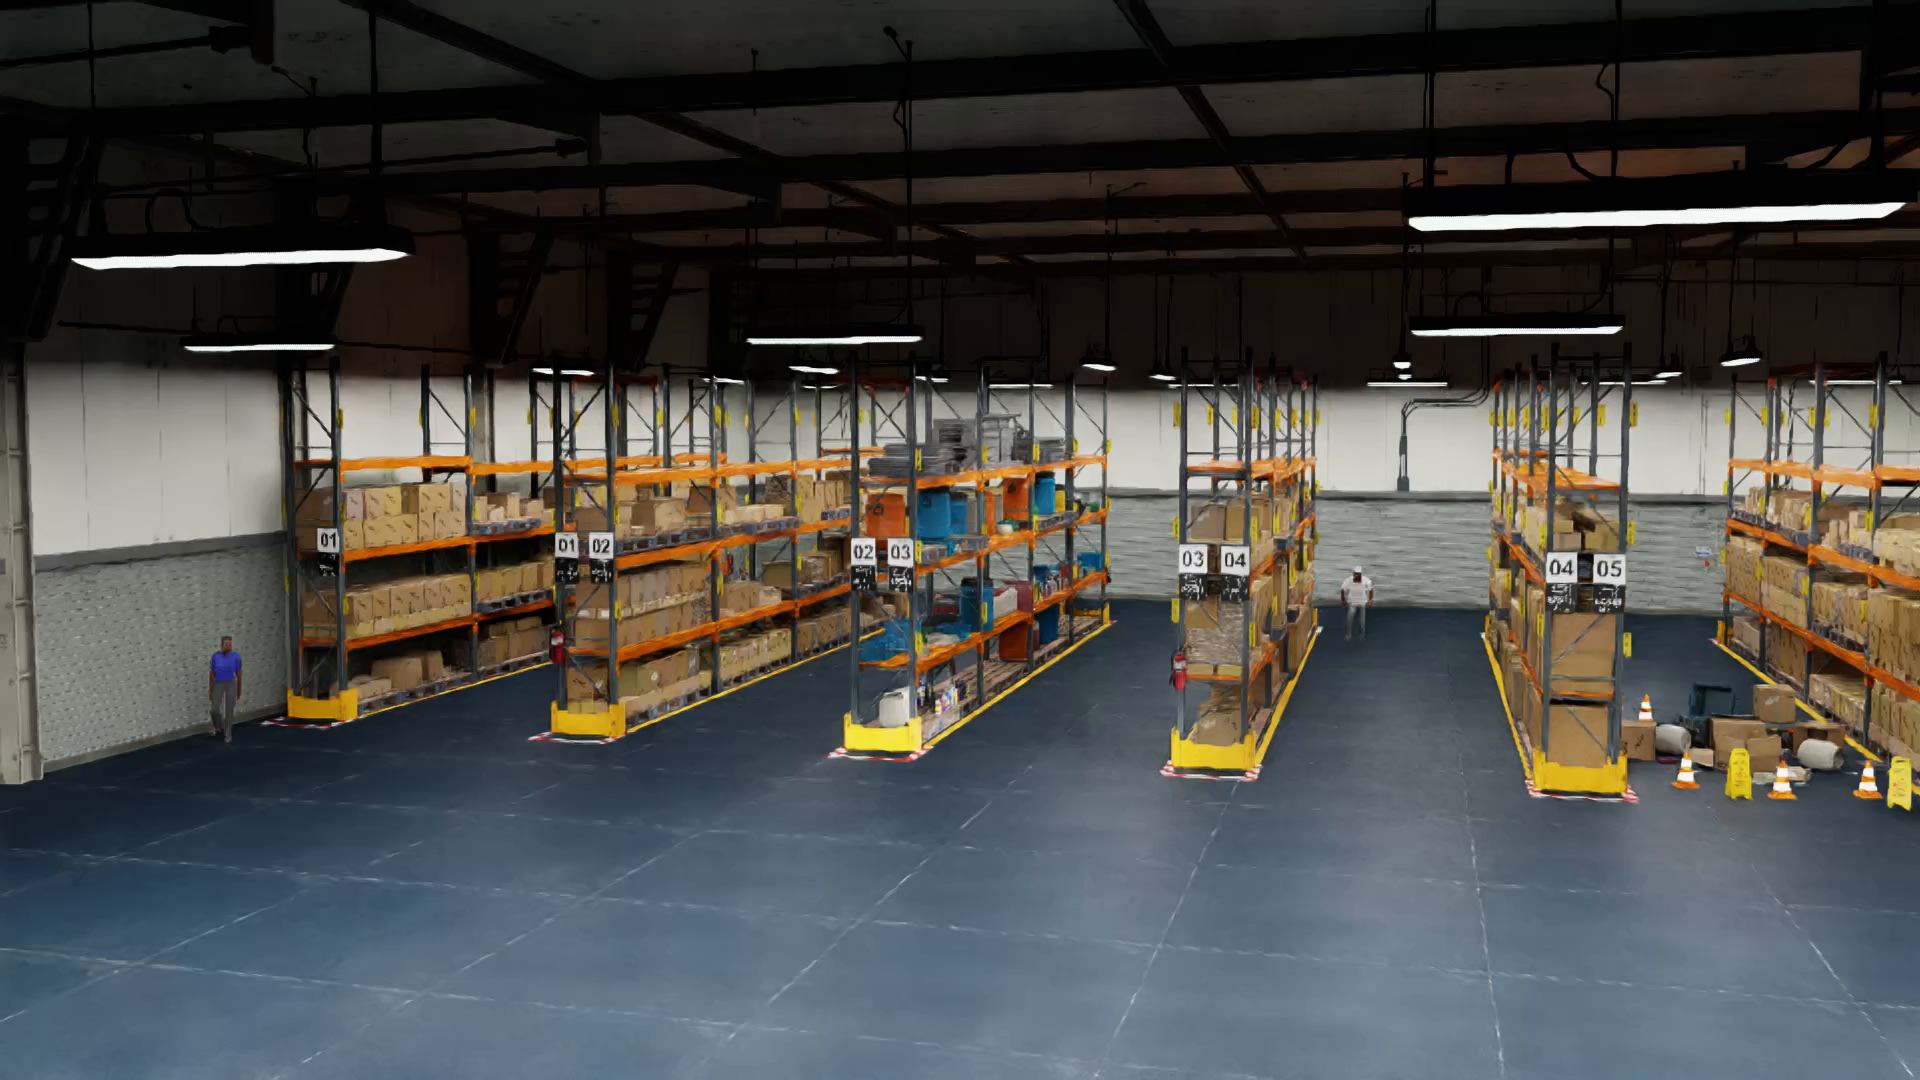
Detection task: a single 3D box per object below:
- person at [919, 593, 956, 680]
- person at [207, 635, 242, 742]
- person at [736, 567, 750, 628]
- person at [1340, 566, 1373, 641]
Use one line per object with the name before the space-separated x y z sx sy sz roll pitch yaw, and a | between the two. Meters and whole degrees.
person | -0.393 1.830 31.718 0.533 1.658 1.040 2 5 24
person | -11.415 2.297 25.789 0.521 1.636 0.476 -2 5 -22
person | -4.891 1.415 37.912 0.637 1.628 0.498 1 4 13
person | 8.888 1.420 37.257 0.719 1.714 0.578 1 4 13
